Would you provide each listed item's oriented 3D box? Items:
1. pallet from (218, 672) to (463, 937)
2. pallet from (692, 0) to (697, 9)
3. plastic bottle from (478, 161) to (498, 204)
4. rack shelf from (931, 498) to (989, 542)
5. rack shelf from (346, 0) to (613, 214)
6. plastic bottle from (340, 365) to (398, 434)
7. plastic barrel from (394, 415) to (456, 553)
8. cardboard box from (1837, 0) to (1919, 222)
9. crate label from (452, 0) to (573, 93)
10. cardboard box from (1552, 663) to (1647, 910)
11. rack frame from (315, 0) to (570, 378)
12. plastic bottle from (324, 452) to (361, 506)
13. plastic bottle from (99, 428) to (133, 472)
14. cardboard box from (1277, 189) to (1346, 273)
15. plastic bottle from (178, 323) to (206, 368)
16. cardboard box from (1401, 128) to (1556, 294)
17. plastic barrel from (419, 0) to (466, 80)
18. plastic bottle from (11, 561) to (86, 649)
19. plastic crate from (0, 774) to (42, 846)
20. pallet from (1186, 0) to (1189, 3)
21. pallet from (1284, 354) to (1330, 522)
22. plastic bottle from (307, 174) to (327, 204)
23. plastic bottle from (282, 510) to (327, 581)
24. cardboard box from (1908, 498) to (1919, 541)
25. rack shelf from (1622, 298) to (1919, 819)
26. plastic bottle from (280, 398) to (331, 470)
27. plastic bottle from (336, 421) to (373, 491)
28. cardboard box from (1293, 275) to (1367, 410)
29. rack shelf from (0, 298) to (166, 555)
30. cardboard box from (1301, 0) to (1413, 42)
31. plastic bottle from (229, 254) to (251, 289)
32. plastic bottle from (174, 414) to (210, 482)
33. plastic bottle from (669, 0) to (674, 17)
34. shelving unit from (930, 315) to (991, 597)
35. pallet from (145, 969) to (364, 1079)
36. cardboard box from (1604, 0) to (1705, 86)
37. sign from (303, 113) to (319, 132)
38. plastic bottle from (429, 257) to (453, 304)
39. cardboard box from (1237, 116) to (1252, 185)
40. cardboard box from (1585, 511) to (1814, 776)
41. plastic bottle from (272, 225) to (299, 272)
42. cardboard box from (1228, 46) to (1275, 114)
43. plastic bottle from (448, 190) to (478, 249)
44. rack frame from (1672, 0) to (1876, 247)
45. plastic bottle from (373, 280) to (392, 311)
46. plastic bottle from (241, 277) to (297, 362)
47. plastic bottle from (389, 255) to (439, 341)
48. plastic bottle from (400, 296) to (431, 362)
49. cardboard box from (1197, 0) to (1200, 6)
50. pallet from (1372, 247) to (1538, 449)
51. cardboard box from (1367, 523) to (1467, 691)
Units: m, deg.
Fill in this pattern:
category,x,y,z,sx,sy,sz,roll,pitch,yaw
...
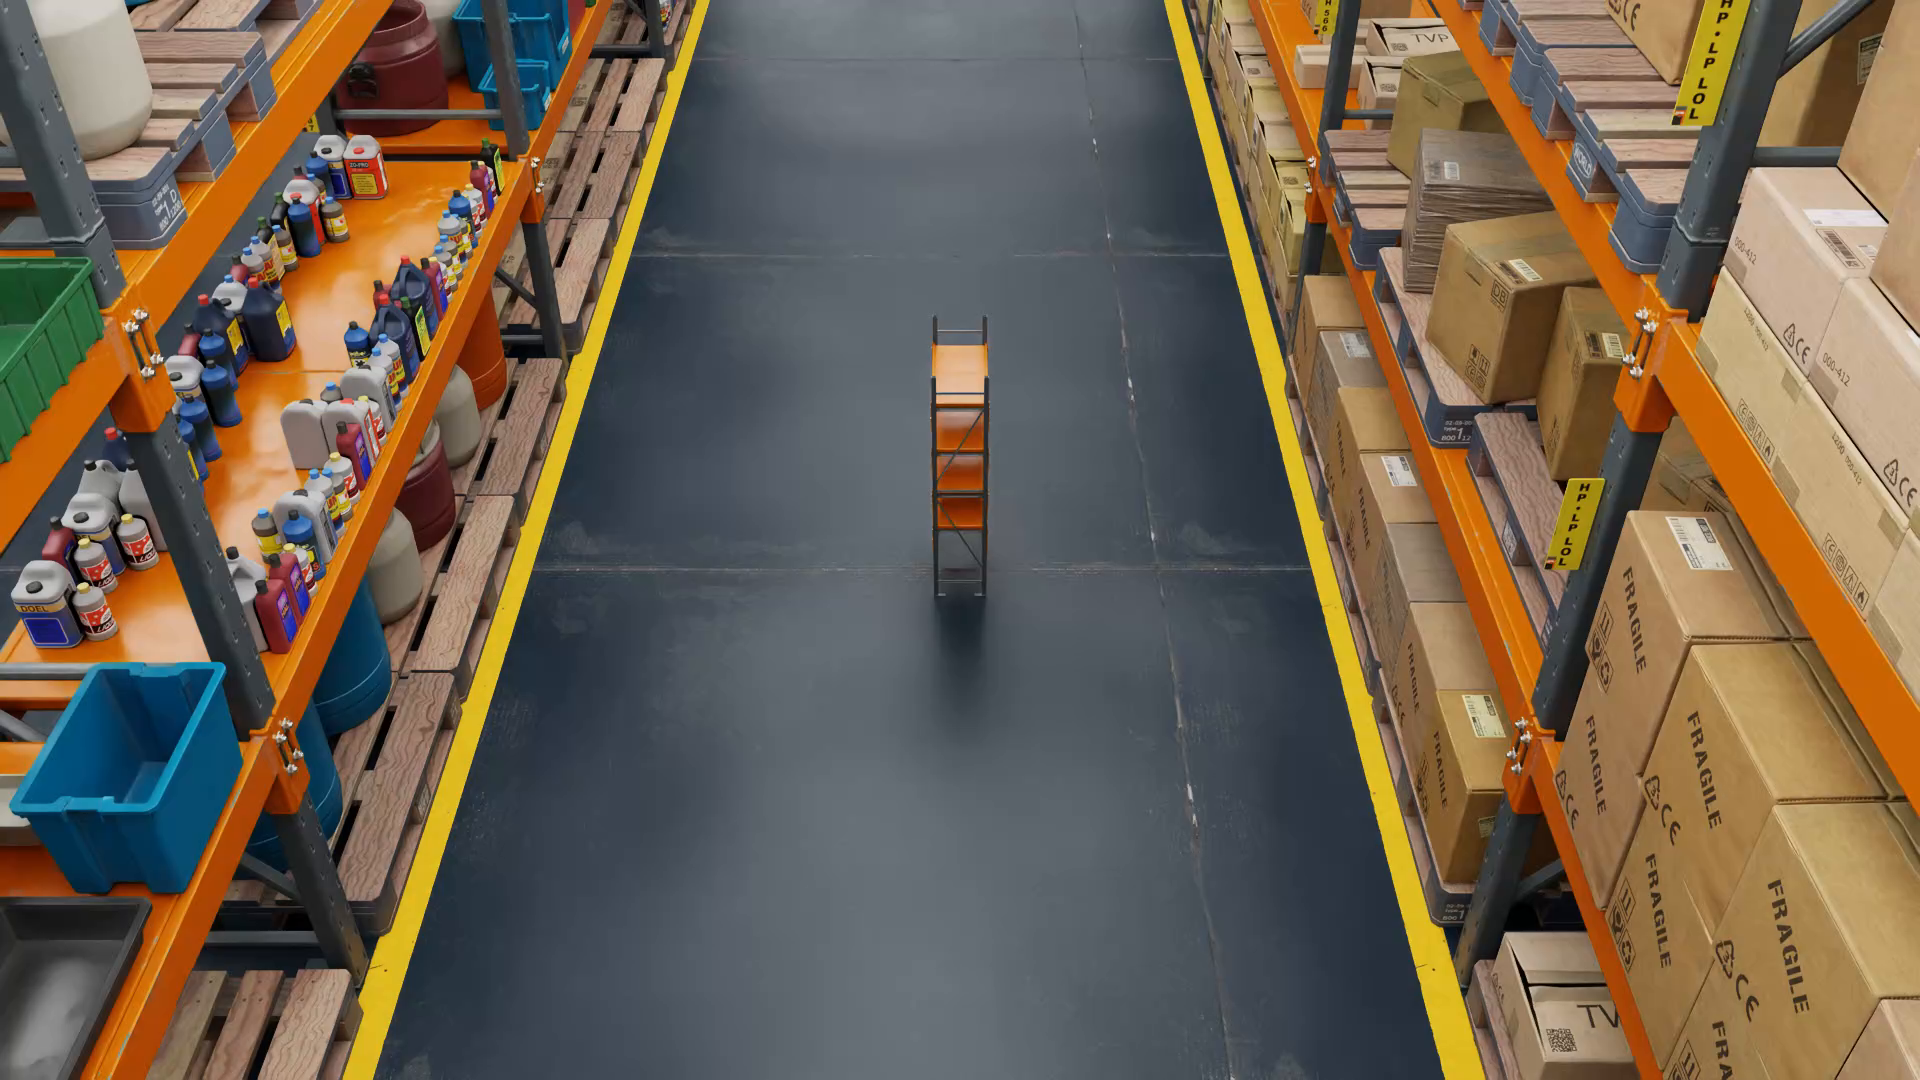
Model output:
category,x,y,z,sx,sy,sz,roll,pitch,yaw
pallet,-2.614,1.014,6.562,1.003,0.211,1.213,0,39,0
pallet,-2.627,-4.691,13.681,1.003,0.211,1.213,0,39,0
plastic bottle,-2.250,-1.691,7.866,0.097,0.201,0.097,0,39,0
rack shelf,0.000,-0.157,7.657,0.258,0.148,0.480,0,39,0
rack shelf,-2.661,-3.063,9.994,1.077,0.370,4.000,0,39,0
plastic bottle,-2.275,-0.557,6.391,0.152,0.276,0.135,0,39,0
plastic barrel,-2.640,-0.304,7.569,0.600,0.588,0.708,0,39,0
cardboard box,2.338,-0.889,3.428,0.700,0.500,0.500,0,39,0
crate label,-2.390,-2.728,8.973,0.502,0.435,0.616,0,39,0
cardboard box,2.027,0.687,4.660,0.500,0.500,0.500,1,39,1
rack frame,-2.659,-2.093,8.209,1.000,3.000,0.127,0,39,0
plastic bottle,-2.247,-0.227,6.039,0.097,0.201,0.097,0,39,0
plastic bottle,-2.983,-0.263,5.964,0.144,0.351,0.185,0,39,0
cardboard box,2.047,-1.731,9.172,0.500,0.311,0.500,1,39,1
plastic bottle,-3.026,-0.710,6.576,0.061,0.283,0.133,0,39,0
cardboard box,2.218,-1.331,6.843,0.700,0.500,0.500,7,39,8
plastic barrel,-2.874,-2.780,8.976,0.421,0.512,0.421,0,39,0
plastic bottle,-2.978,0.210,5.433,0.152,0.276,0.135,0,39,0
plastic crate,-2.797,0.779,4.788,0.396,0.136,0.243,0,39,0
pallet,2.326,-4.770,13.779,1.003,0.211,1.213,0,39,0
pallet,2.257,-0.539,8.500,1.003,0.211,1.213,0,39,0
plastic bottle,-3.009,-1.611,7.766,0.097,0.201,0.097,0,39,0
plastic bottle,-2.247,0.012,5.684,0.097,0.271,0.097,0,39,0
cardboard box,2.042,0.030,2.881,0.500,0.250,0.500,0,39,0
rack shelf,2.301,0.768,2.815,1.077,0.370,4.000,0,39,0
plastic bottle,-2.427,-0.412,6.210,0.152,0.276,0.135,0,39,0
plastic bottle,-2.229,-0.331,6.103,0.061,0.283,0.133,0,39,0
cardboard box,2.009,-1.006,8.499,0.500,0.500,0.500,2,39,2
rack shelf,-2.652,0.769,2.814,1.077,0.370,4.000,0,39,0
cardboard box,2.276,-3.183,9.488,0.500,0.500,0.500,-2,39,-2
plastic bottle,-3.026,-1.054,7.006,0.061,0.283,0.133,0,39,0
plastic bottle,-2.855,-0.343,6.128,0.097,0.271,0.097,0,39,0
plastic bottle,-2.254,-4.105,12.546,0.152,0.276,0.135,1,39,2
shelving unit,0.000,-0.365,7.491,0.258,1.200,0.503,0,39,0
pallet,-2.615,1.956,5.386,1.003,0.211,1.213,0,39,0
cardboard box,2.348,-1.738,4.872,0.600,0.600,0.600,0,39,-1
sign,-3.209,-2.152,8.152,0.100,0.325,0.005,0,39,0
plastic bottle,-2.249,-1.120,7.154,0.097,0.201,0.097,0,39,0
cardboard box,2.045,-2.473,10.545,0.500,0.250,0.500,1,39,1
cardboard box,2.018,0.273,4.377,0.500,0.500,0.500,1,39,1
plastic bottle,-3.008,-1.299,7.377,0.097,0.201,0.097,0,39,0
cardboard box,2.038,-3.010,10.768,0.500,0.311,0.500,-1,39,-2
plastic bottle,-2.250,-1.452,7.512,0.097,0.271,0.097,0,39,0
rack frame,2.299,-1.934,3.213,1.000,3.000,0.127,0,39,0
plastic bottle,-2.375,-0.964,6.894,0.061,0.283,0.133,0,39,0
plastic bottle,-2.832,-0.920,6.785,0.144,0.351,0.185,0,39,0
plastic bottle,-2.272,-1.007,6.893,0.144,0.351,0.185,0,39,0
plastic bottle,-2.230,-0.881,6.790,0.061,0.283,0.133,0,39,0
cardboard box,2.080,-4.289,12.812,0.500,0.250,0.500,0,39,0
pallet,2.301,-0.803,6.753,1.003,0.211,1.213,0,39,0
cardboard box,2.019,0.280,6.895,0.500,0.500,0.500,0,39,1
